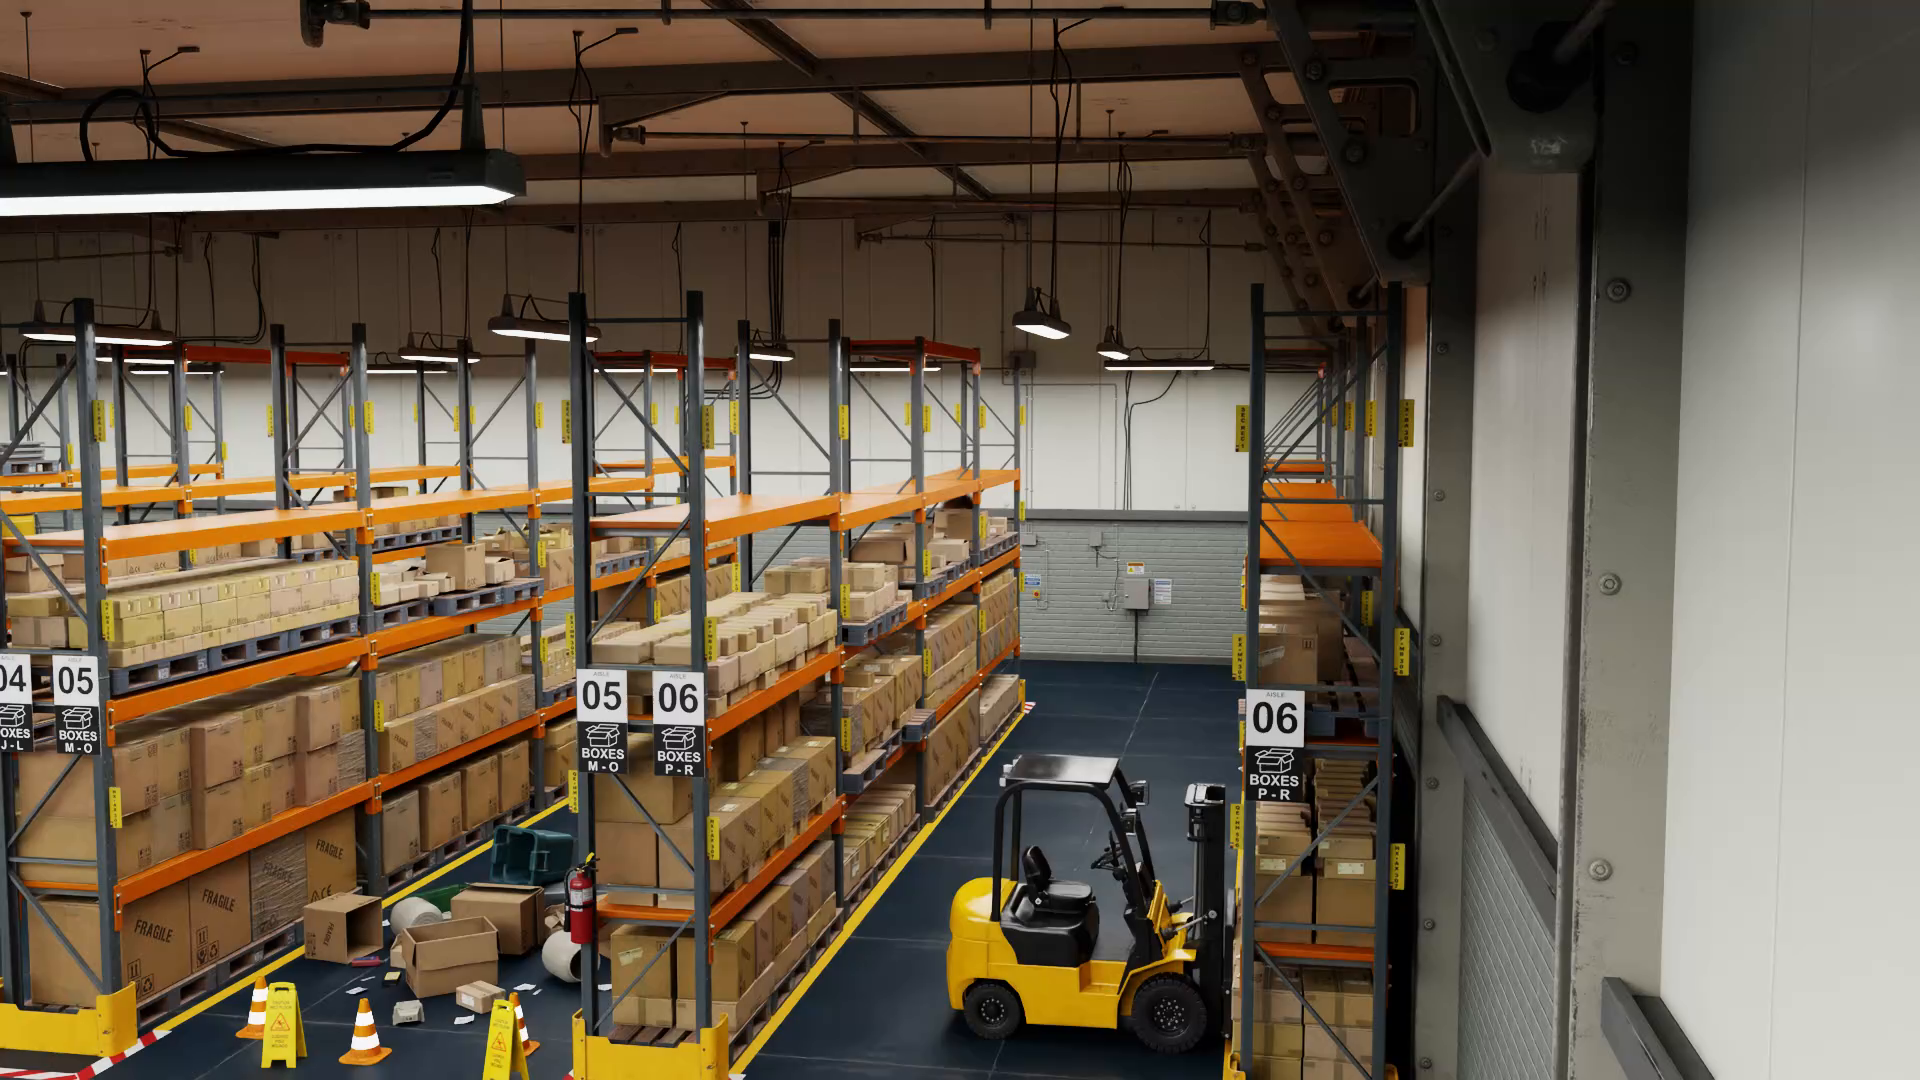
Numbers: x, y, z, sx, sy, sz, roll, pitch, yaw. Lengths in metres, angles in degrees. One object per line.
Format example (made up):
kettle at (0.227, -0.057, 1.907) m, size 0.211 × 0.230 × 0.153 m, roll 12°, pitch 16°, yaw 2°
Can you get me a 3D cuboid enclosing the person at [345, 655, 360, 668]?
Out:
person at (-8.542, 2.354, 23.903) m, size 0.575 × 1.784 × 0.594 m, roll 3°, pitch 5°, yaw 32°
